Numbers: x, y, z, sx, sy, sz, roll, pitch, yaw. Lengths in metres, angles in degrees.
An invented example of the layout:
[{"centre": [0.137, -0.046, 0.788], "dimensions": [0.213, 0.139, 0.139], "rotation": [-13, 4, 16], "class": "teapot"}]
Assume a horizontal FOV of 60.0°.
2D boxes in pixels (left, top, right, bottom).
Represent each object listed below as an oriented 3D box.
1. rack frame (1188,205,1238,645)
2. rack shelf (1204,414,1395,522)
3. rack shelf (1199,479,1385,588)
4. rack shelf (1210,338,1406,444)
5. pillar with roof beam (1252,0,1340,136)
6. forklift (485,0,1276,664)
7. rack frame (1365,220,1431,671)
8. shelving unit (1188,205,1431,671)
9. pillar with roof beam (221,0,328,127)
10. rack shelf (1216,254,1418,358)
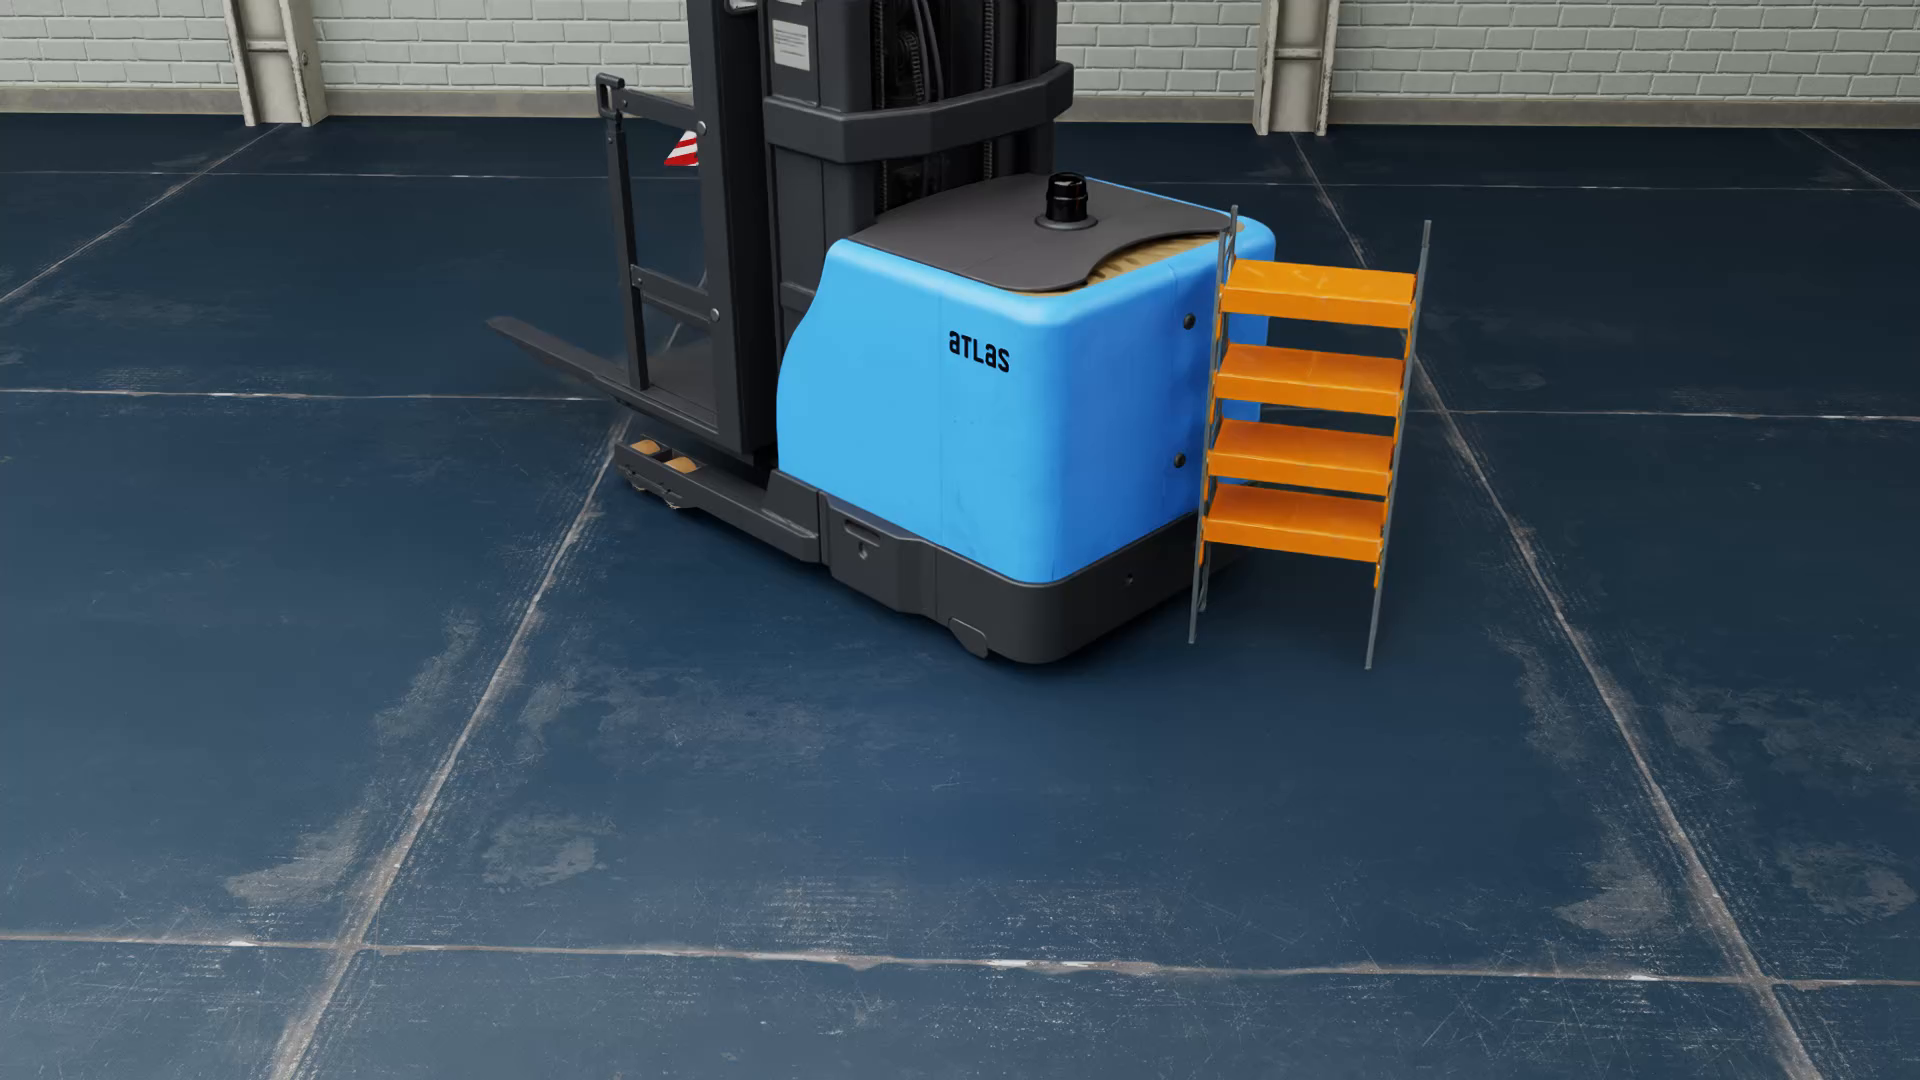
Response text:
[{"centre": [0.685, -0.289, 4.514], "dimensions": [0.015, 1.200, 0.240], "rotation": [8, 29, 14], "class": "rack frame"}, {"centre": [0.920, -0.198, 4.486], "dimensions": [0.480, 0.148, 0.258], "rotation": [8, 29, 14], "class": "rack shelf"}, {"centre": [0.920, -0.023, 4.579], "dimensions": [0.480, 0.148, 0.258], "rotation": [8, 29, 14], "class": "rack shelf"}, {"centre": [0.920, -0.396, 4.381], "dimensions": [0.480, 0.148, 0.258], "rotation": [8, 29, 14], "class": "rack shelf"}, {"centre": [1.793, -4.396, 3.935], "dimensions": [0.400, 9.000, 9.100], "rotation": [1, 28, 2], "class": "pillar with roof beam"}, {"centre": [-0.505, -1.550, 5.045], "dimensions": [3.031, 2.935, 1.130], "rotation": [25, 37, 38], "class": "forklift"}, {"centre": [1.155, -0.226, 4.396], "dimensions": [0.015, 1.200, 0.240], "rotation": [8, 29, 14], "class": "rack frame"}, {"centre": [0.920, -0.258, 4.455], "dimensions": [0.503, 1.200, 0.258], "rotation": [8, 29, 14], "class": "shelving unit"}, {"centre": [-4.204, -4.495, 4.122], "dimensions": [0.400, 9.000, 9.100], "rotation": [1, 28, 2], "class": "pillar with roof beam"}, {"centre": [0.920, -0.605, 4.271], "dimensions": [0.480, 0.148, 0.258], "rotation": [8, 29, 14], "class": "rack shelf"}]
